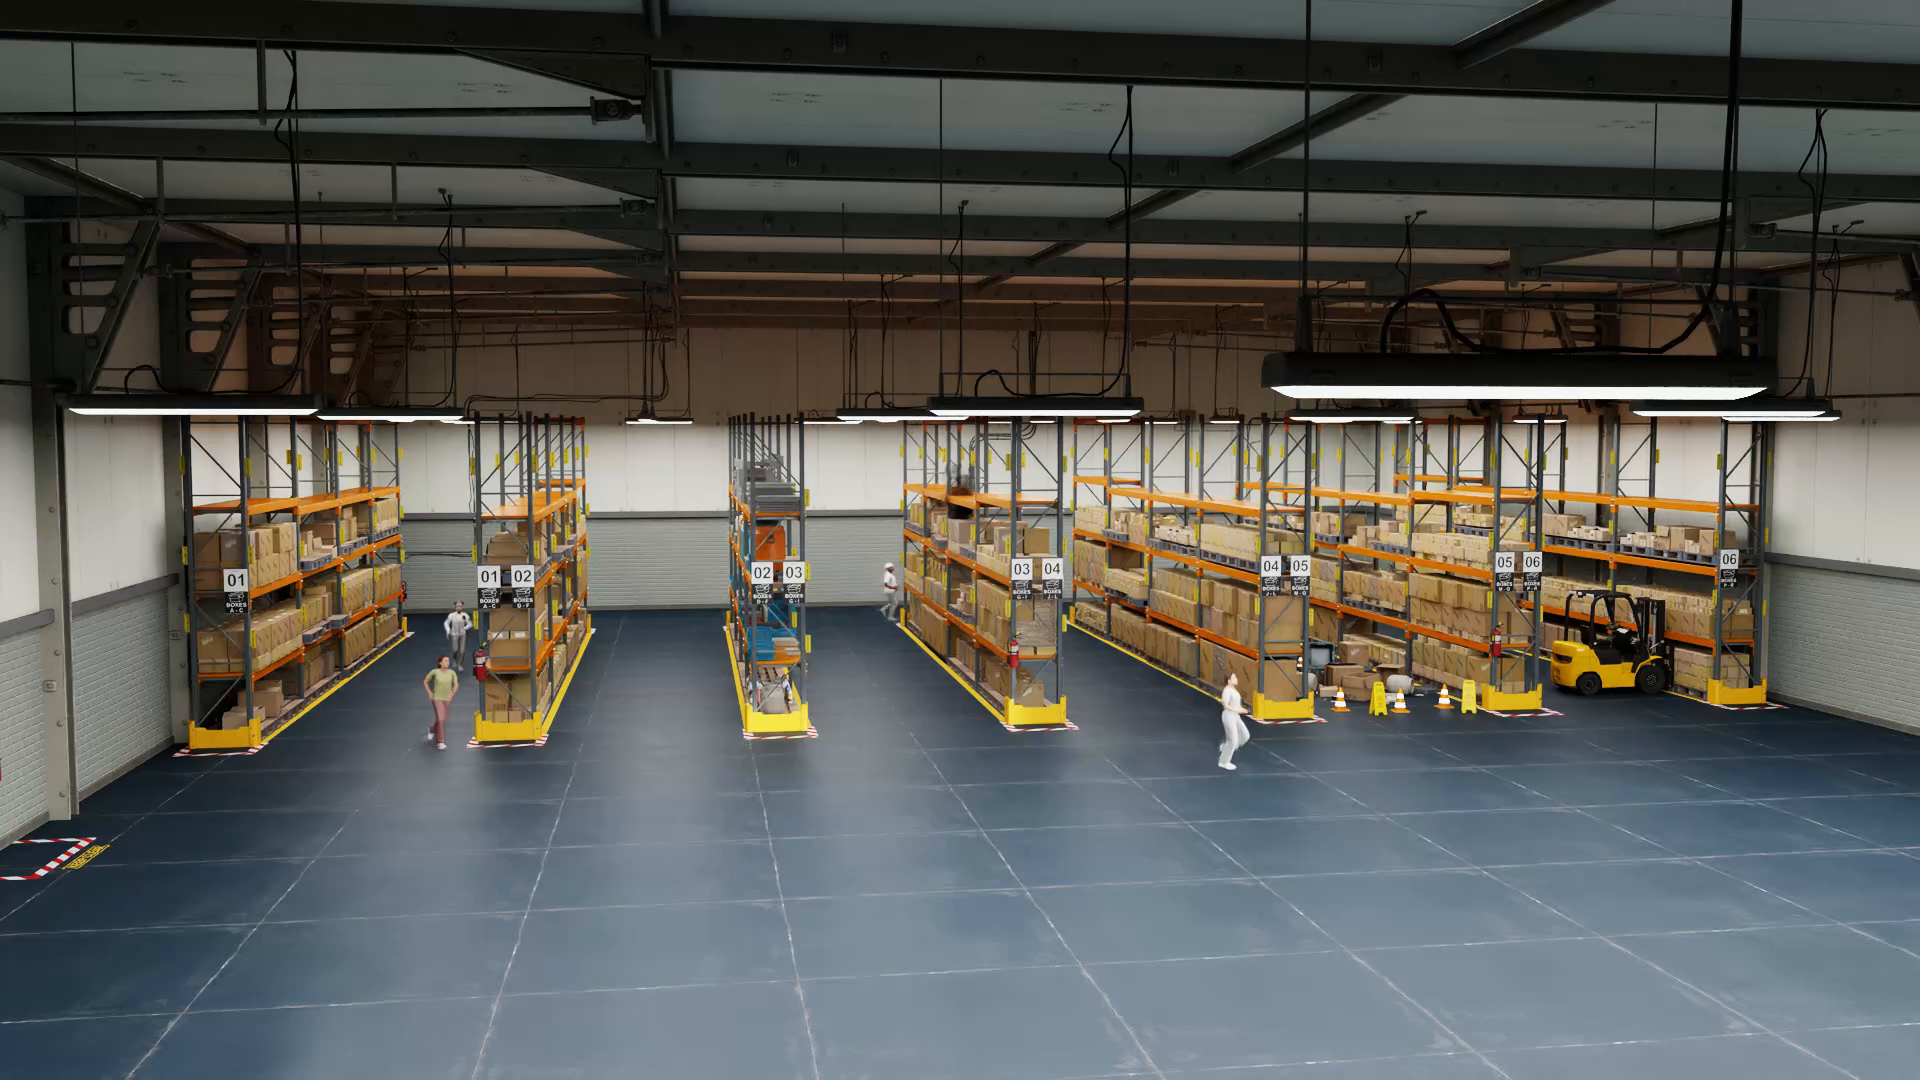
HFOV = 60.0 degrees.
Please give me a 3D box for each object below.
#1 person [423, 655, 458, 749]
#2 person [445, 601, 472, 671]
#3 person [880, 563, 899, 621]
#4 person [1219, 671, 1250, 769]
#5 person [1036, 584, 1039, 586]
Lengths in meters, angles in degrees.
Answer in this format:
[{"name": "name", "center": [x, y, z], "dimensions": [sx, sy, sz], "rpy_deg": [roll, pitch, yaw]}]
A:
[{"name": "person", "center": [-9.321, 2.879, 29.886], "dimensions": [0.583, 1.660, 0.752], "rpy_deg": [-3, 5, -39]}, {"name": "person", "center": [-11.723, 2.244, 38.894], "dimensions": [0.607, 1.656, 0.559], "rpy_deg": [-1, 4, -20]}, {"name": "person", "center": [-2.069, 1.528, 49.096], "dimensions": [0.605, 1.716, 0.697], "rpy_deg": [0, 4, 4]}, {"name": "person", "center": [4.574, 3.009, 27.816], "dimensions": [0.537, 1.639, 0.612], "rpy_deg": [2, 4, 28]}, {"name": "person", "center": [1.964, 1.637, 48.267], "dimensions": [0.713, 1.619, 0.603], "rpy_deg": [1, 4, 15]}]
